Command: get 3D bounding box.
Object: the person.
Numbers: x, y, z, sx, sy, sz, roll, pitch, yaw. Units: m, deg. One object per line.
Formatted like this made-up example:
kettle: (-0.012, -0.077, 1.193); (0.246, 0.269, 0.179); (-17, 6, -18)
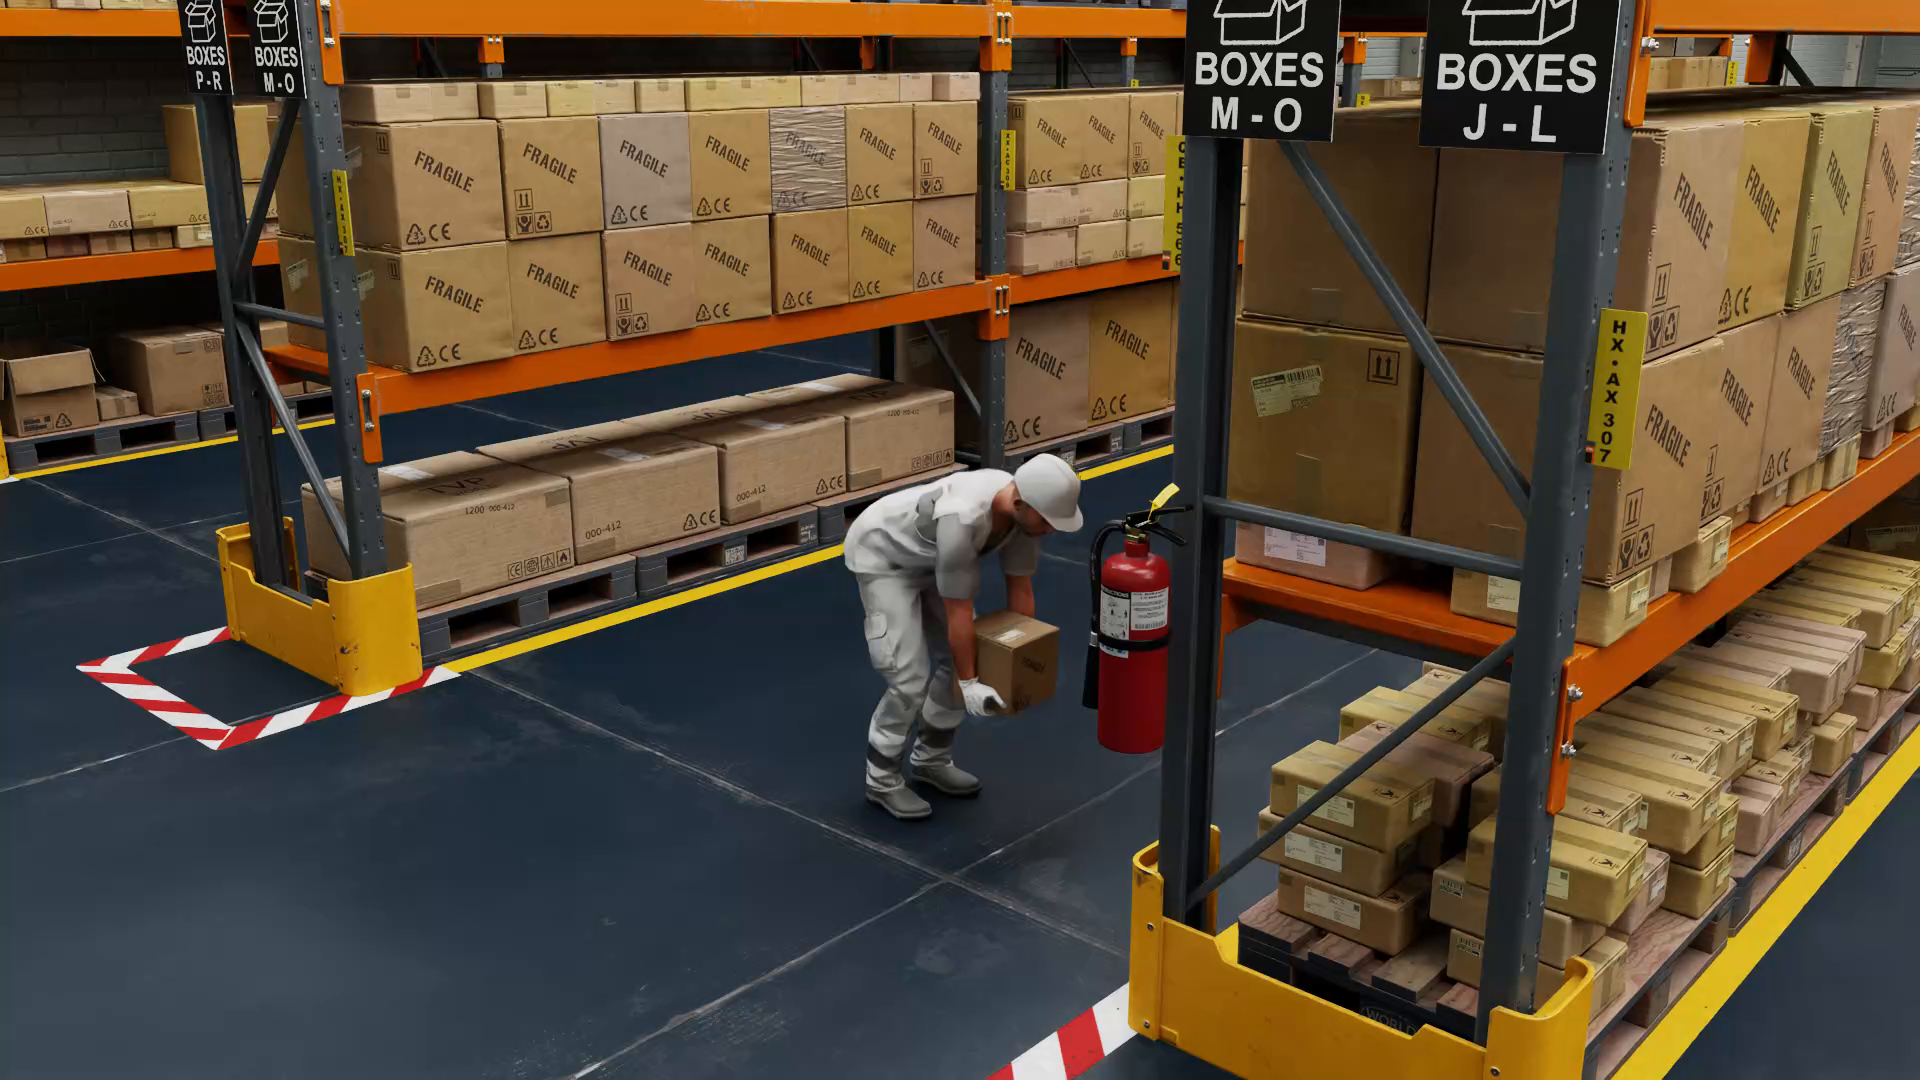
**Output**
person: (0.013, 0.316, 5.699); (0.899, 1.354, 0.497); (13, 21, 38)
